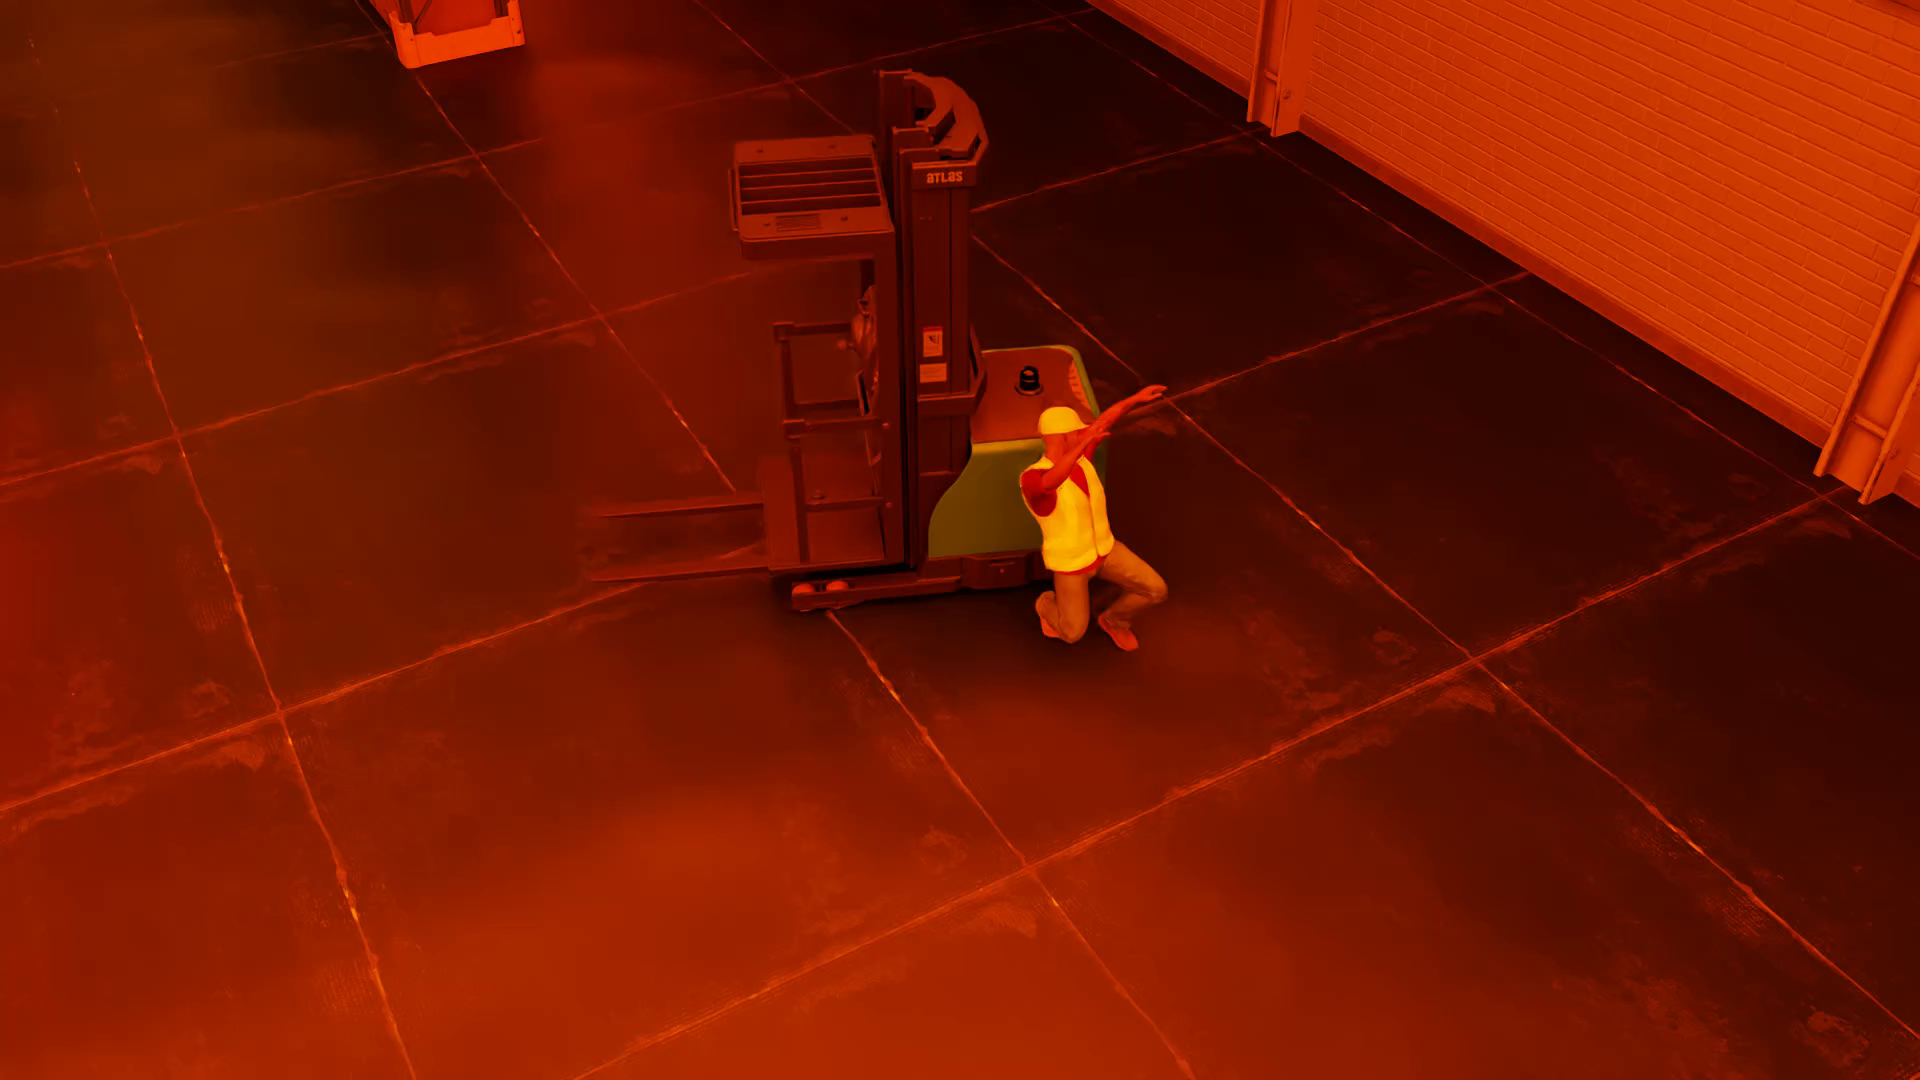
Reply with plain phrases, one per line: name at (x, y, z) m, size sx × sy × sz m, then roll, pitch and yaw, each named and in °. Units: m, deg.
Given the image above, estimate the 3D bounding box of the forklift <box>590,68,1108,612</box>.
forklift at (-0.704, -1.066, 9.321) m, size 3.031 × 2.935 × 1.130 m, roll -5°, pitch 40°, yaw -6°

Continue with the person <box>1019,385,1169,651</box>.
person at (0.887, -0.113, 9.228) m, size 1.154 × 1.636 × 0.843 m, roll -29°, pitch 48°, yaw -30°
